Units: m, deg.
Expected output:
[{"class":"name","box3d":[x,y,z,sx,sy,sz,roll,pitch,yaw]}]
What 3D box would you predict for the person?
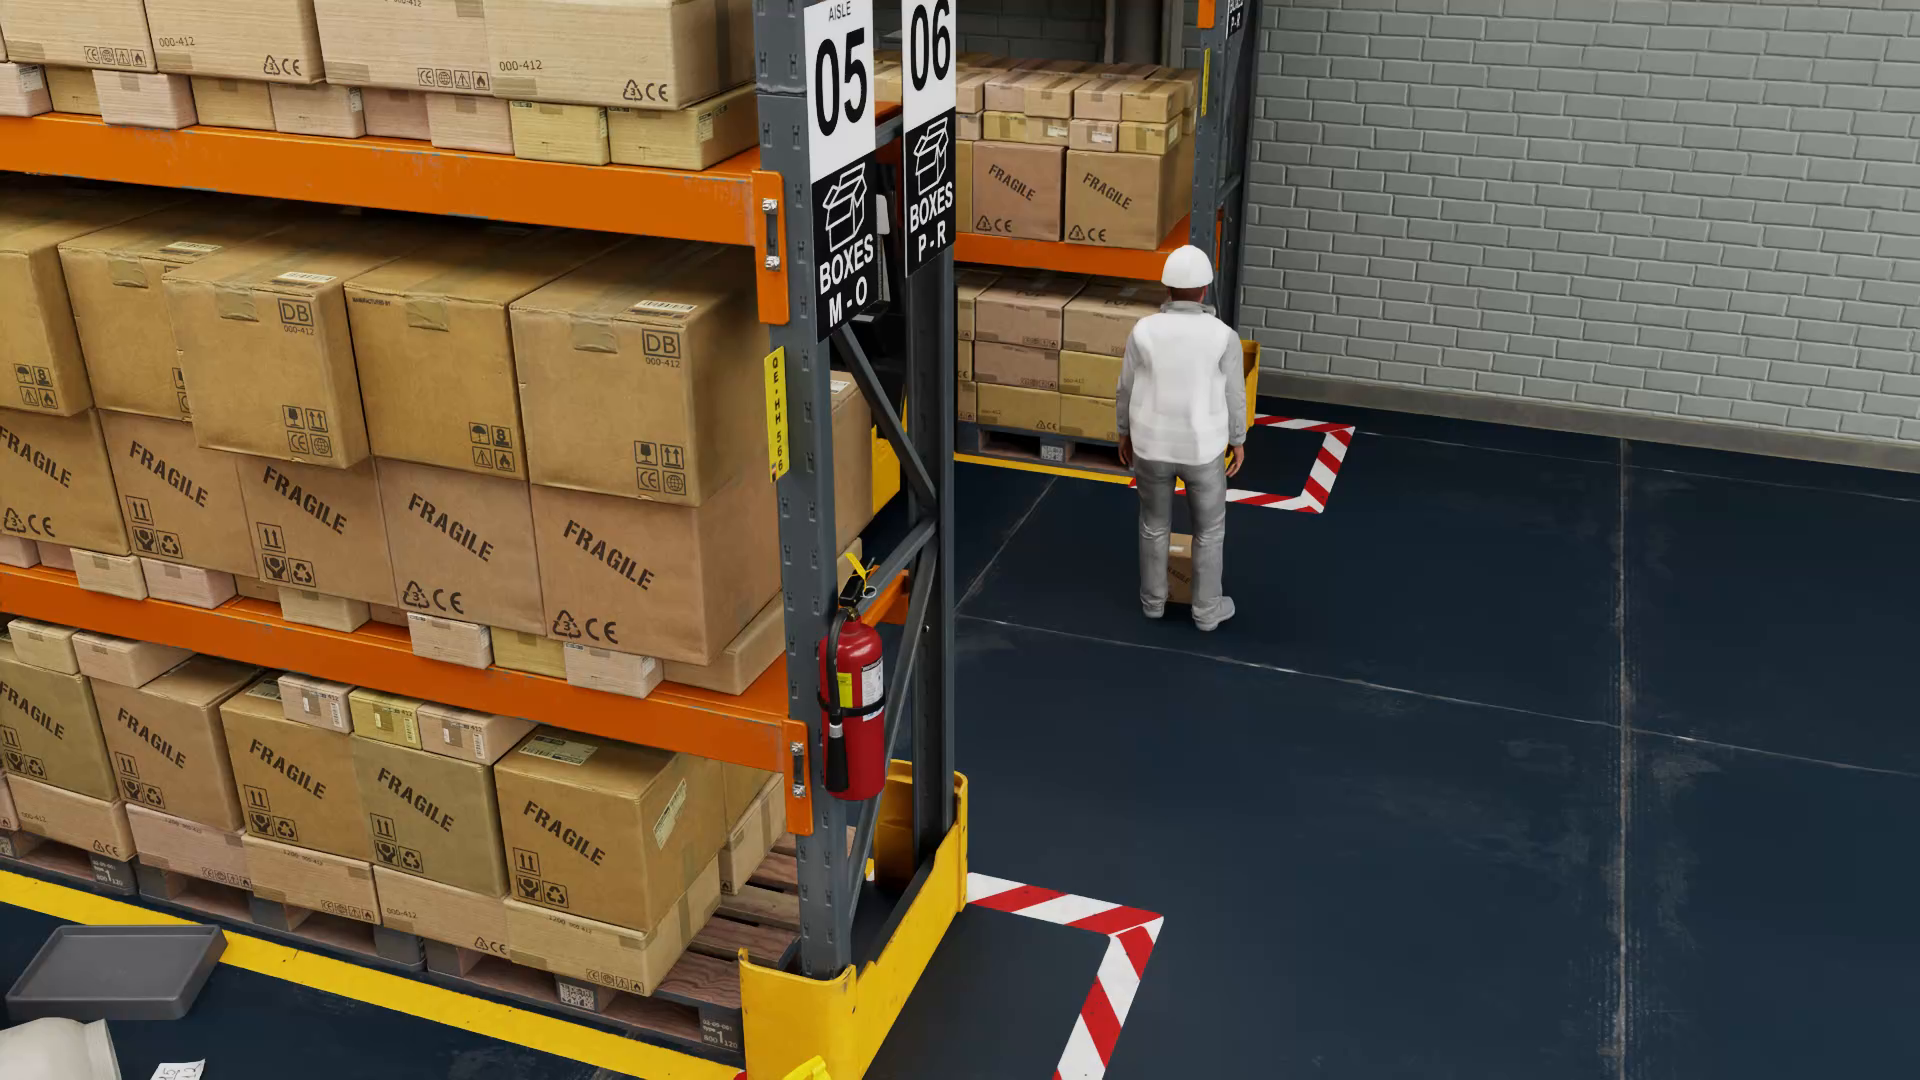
[{"class":"person","box3d":[0.995,-0.445,7.509,0.593,1.773,0.467,7,27,15]}]
